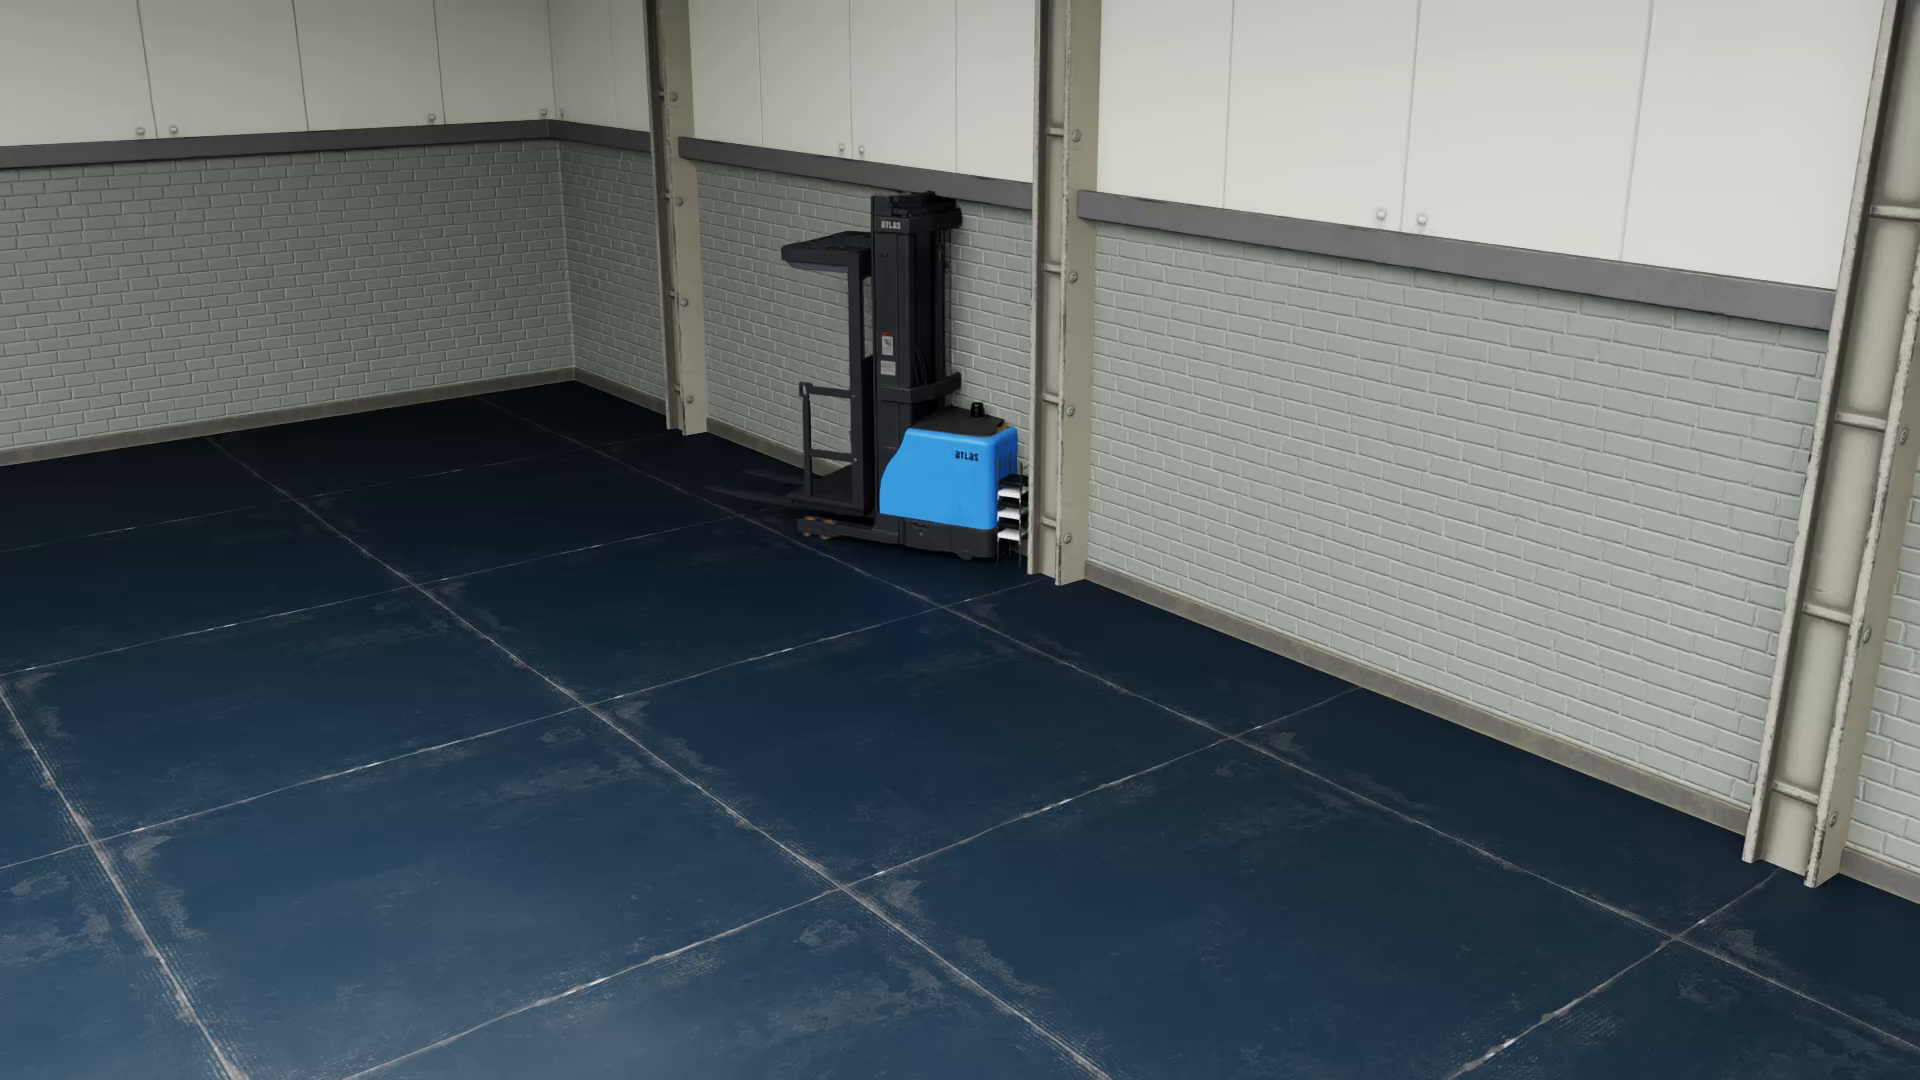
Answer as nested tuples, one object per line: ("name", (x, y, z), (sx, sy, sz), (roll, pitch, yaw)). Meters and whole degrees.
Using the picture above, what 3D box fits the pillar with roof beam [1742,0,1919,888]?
("pillar with roof beam", (1.139, -1.667, 5.081), (9.100, 9.000, 0.400), (-14, 23, -36))

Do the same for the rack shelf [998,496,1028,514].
("rack shelf", (0.455, -0.299, 13.652), (0.200, 0.077, 0.258), (9, 21, 26))

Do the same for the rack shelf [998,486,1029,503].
("rack shelf", (0.455, -0.384, 13.624), (0.200, 0.077, 0.258), (9, 21, 26))

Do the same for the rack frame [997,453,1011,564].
("rack frame", (0.365, -0.260, 13.715), (0.006, 0.900, 0.240), (9, 21, 26))

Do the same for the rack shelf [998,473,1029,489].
("rack shelf", (0.455, -0.470, 13.596), (0.200, 0.077, 0.258), (9, 21, 26))

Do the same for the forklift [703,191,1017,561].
("forklift", (-0.840, -1.531, 14.323), (3.031, 2.935, 1.130), (9, 21, 26))

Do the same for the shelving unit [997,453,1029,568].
("shelving unit", (0.455, -0.245, 13.670), (0.210, 0.900, 0.258), (9, 21, 26))

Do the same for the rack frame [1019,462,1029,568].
("rack frame", (0.545, -0.230, 13.625), (0.006, 0.900, 0.240), (9, 21, 26))

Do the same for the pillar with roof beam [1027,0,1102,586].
("pillar with roof beam", (-2.586, -3.146, 9.546), (9.100, 9.000, 0.400), (-14, 23, -36))

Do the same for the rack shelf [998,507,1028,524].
("rack shelf", (0.455, -0.213, 13.681), (0.200, 0.077, 0.258), (9, 21, 26))

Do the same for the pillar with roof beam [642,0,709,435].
("pillar with roof beam", (-6.312, -4.624, 14.011), (9.100, 9.000, 0.400), (-14, 23, -36))

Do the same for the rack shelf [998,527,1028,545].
("rack shelf", (0.455, -0.042, 13.737), (0.200, 0.077, 0.258), (9, 21, 26))

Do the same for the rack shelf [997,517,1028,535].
("rack shelf", (0.455, -0.128, 13.709), (0.200, 0.077, 0.258), (9, 21, 26))
